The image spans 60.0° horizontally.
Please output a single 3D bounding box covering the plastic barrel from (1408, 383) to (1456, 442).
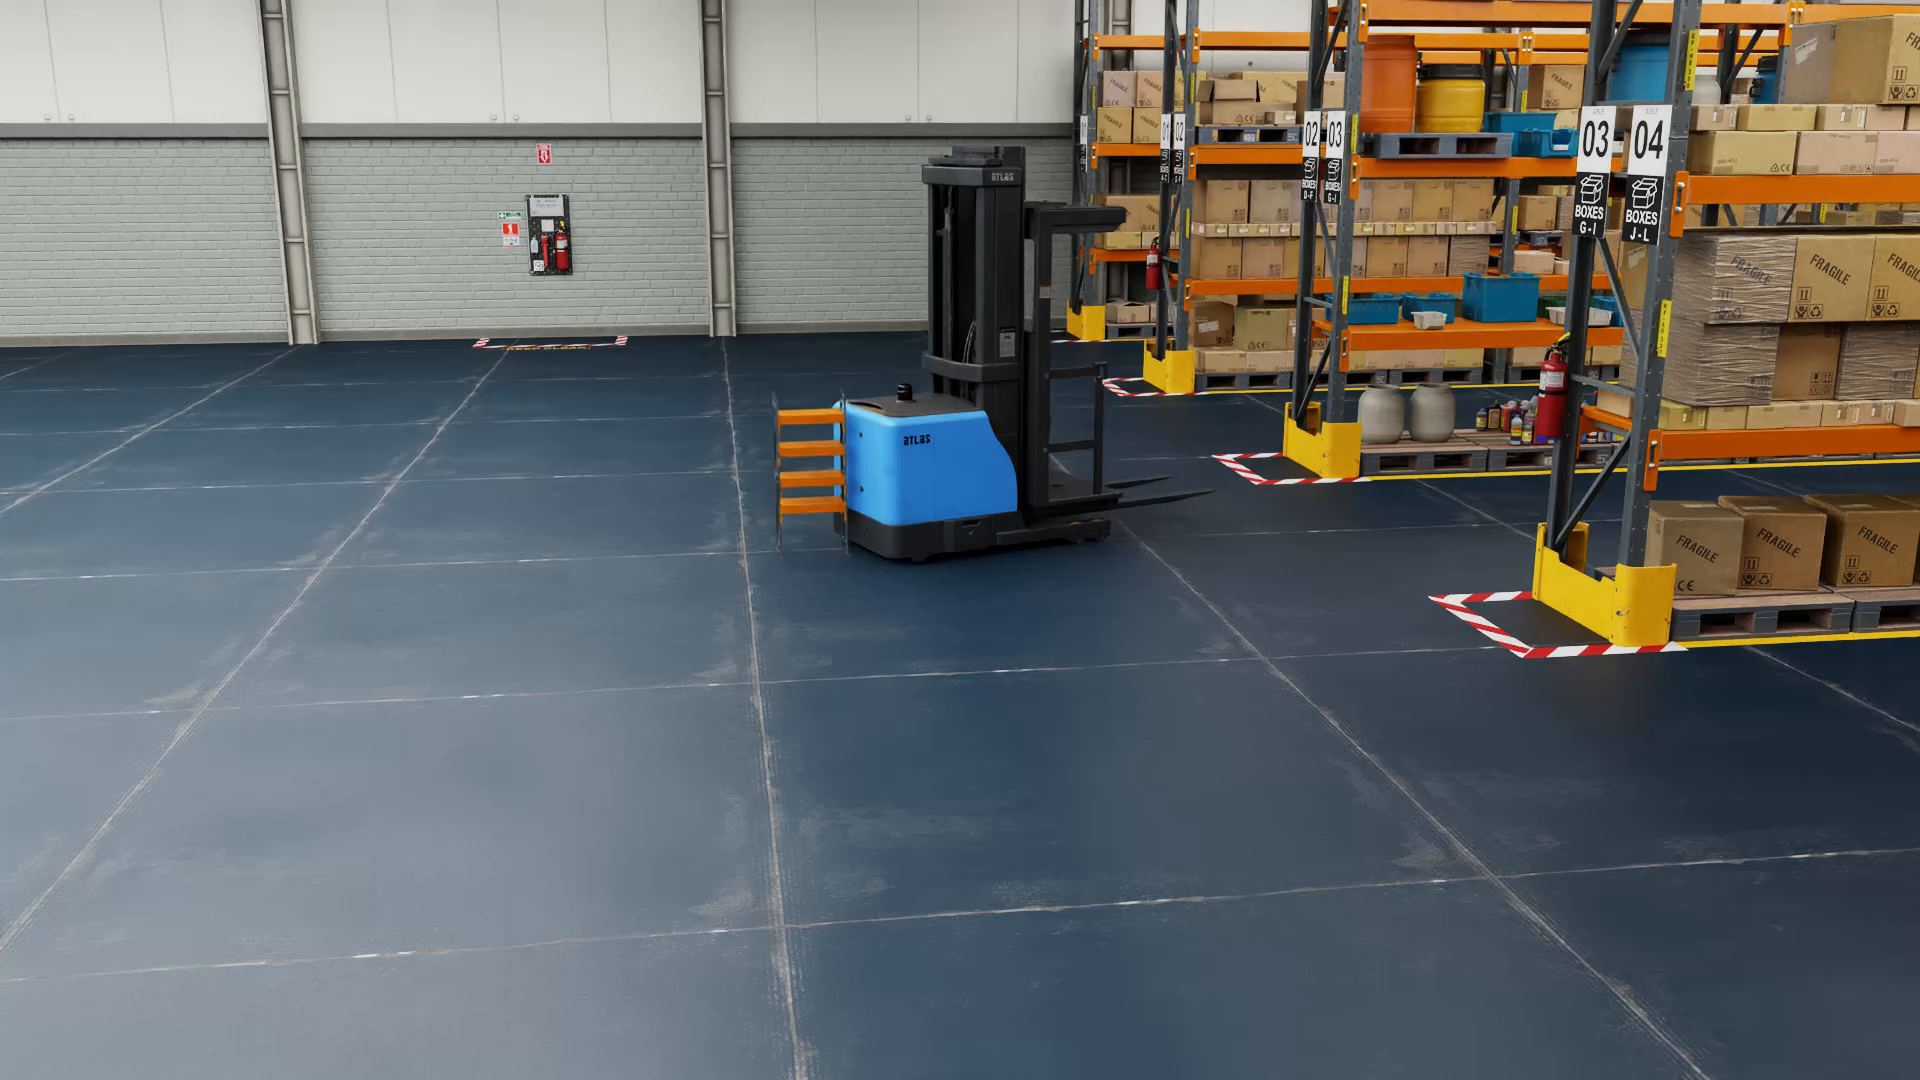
[{"bbox_3d":[4.419,-1.193,15.564,0.421,0.512,0.421,0,14,0],"label":"plastic barrel"}]

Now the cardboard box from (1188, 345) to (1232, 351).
[{"bbox_3d":[3.036,-2.288,20.467,0.500,0.250,0.500,-2,14,-8],"label":"cardboard box"}]

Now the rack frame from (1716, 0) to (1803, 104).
[{"bbox_3d":[7.239,-5.191,14.920,0.127,3.000,1.000,-2,14,-8],"label":"rack frame"}]

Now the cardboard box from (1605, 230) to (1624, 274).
[{"bbox_3d":[8.283,-3.582,20.633,0.500,0.500,0.500,-2,14,-8],"label":"cardboard box"}]

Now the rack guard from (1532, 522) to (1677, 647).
[{"bbox_3d":[4.096,0.265,10.636,0.348,0.500,1.175,-2,14,-8],"label":"rack guard"}]

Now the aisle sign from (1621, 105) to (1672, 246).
[{"bbox_3d":[4.005,-2.131,9.708,0.004,0.787,0.394,-2,14,-8],"label":"aisle sign"}]

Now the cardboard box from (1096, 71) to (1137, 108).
[{"bbox_3d":[2.225,-6.472,23.895,0.500,0.500,0.500,-3,14,-12],"label":"cardboard box"}]

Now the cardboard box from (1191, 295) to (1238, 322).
[{"bbox_3d":[3.802,-3.558,24.978,0.500,0.500,0.700,-3,14,-12],"label":"cardboard box"}]

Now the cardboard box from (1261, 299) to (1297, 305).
[{"bbox_3d":[4.022,-2.692,20.537,0.500,0.500,0.500,-2,14,-8],"label":"cardboard box"}]

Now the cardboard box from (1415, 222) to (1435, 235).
[{"bbox_3d":[5.505,-3.746,19.952,0.250,0.149,0.380,-2,14,-8],"label":"cardboard box"}]

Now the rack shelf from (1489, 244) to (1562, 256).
[{"bbox_3d":[7.741,-4.387,25.528,4.000,0.370,1.077,-2,14,-8],"label":"rack shelf"}]

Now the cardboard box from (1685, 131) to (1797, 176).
[{"bbox_3d":[4.536,-2.282,9.796,0.500,0.250,0.500,-2,14,-7],"label":"cardboard box"}]

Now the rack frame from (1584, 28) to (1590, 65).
[{"bbox_3d":[9.718,-7.719,25.000,0.127,3.000,1.000,-2,14,-8],"label":"rack frame"}]

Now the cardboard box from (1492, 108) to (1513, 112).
[{"bbox_3d":[8.423,-6.299,25.251,0.637,0.503,0.797,0,14,0],"label":"cardboard box"}]

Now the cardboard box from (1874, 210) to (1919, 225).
[{"bbox_3d":[11.999,-3.907,21.064,0.500,0.500,0.700,1,14,2],"label":"cardboard box"}]

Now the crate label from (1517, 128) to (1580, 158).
[{"bbox_3d":[5.184,-3.507,14.678,0.408,0.251,0.502,-2,14,-8],"label":"crate label"}]

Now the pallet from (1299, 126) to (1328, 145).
[{"bbox_3d":[4.461,-4.804,19.726,1.213,0.211,1.003,-2,14,-8],"label":"pallet"}]

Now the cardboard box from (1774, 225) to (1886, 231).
[{"bbox_3d":[5.517,-1.738,10.615,0.500,0.500,0.500,-2,14,-8],"label":"cardboard box"}]

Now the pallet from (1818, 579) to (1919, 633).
[{"bbox_3d":[6.109,0.341,10.928,1.213,0.211,1.003,-2,14,-8],"label":"pallet"}]

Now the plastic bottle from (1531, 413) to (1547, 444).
[{"bbox_3d":[5.349,-1.026,15.327,0.133,0.283,0.061,-2,14,-7],"label":"plastic bottle"}]

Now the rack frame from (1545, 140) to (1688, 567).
[{"bbox_3d":[4.021,-0.944,10.321,0.127,3.000,1.000,-2,14,-8],"label":"rack frame"}]

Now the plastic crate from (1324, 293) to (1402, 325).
[{"bbox_3d":[3.734,-2.154,15.449,0.616,0.251,0.499,-2,14,-8],"label":"plastic crate"}]

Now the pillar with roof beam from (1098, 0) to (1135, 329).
[{"bbox_3d":[3.012,-6.627,20.646,0.400,9.000,9.100,-2,14,-8],"label":"pillar with roof beam"}]

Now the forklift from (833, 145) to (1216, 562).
[{"bbox_3d":[0.575,-1.498,12.671,3.031,2.935,1.130,-8,16,-28],"label":"forklift"}]

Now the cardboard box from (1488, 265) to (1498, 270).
[{"bbox_3d":[7.933,-4.109,25.634,0.500,0.250,0.500,-2,14,-9],"label":"cardboard box"}]

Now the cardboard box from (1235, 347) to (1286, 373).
[{"bbox_3d":[3.607,-2.182,20.046,0.500,0.250,0.500,-2,14,-8],"label":"cardboard box"}]

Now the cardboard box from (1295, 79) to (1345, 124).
[{"bbox_3d":[4.232,-5.097,19.356,0.500,0.500,0.500,-2,14,-8],"label":"cardboard box"}]

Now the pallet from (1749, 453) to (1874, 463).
[{"bbox_3d":[8.010,-0.966,16.139,1.213,0.211,1.003,-2,14,-8],"label":"pallet"}]

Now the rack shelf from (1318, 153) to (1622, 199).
[{"bbox_3d":[5.261,-3.314,15.083,4.000,0.370,1.077,-2,14,-8],"label":"rack shelf"}]

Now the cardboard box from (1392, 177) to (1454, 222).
[{"bbox_3d":[5.567,-4.114,20.087,0.500,0.500,0.700,-2,14,-8],"label":"cardboard box"}]

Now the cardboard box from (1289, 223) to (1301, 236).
[{"bbox_3d":[3.990,-3.691,19.733,0.250,0.149,0.380,-3,14,-10],"label":"cardboard box"}]

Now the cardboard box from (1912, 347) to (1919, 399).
[{"bbox_3d":[6.043,-1.220,10.605,0.500,0.500,0.875,-2,14,-8],"label":"cardboard box"}]

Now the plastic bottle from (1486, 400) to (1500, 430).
[{"bbox_3d":[5.147,-1.212,16.069,0.133,0.283,0.061,-2,14,-7],"label":"plastic bottle"}]

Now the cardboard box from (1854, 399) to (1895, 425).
[{"bbox_3d":[5.574,-0.822,10.351,0.250,0.149,0.380,-2,14,-8],"label":"cardboard box"}]

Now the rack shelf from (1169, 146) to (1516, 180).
[{"bbox_3d":[4.527,-4.506,19.835,4.000,0.370,1.077,-2,14,-8],"label":"rack shelf"}]

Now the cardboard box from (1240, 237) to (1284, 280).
[{"bbox_3d":[3.531,-3.410,19.946,0.500,0.500,0.700,-2,14,-7],"label":"cardboard box"}]

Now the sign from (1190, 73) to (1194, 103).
[{"bbox_3d":[2.626,-5.111,18.809,0.005,0.325,0.100,-2,14,-8],"label":"sign"}]

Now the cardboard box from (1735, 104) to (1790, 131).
[{"bbox_3d":[4.599,-2.460,9.688,0.250,0.149,0.380,-2,14,-7],"label":"cardboard box"}]

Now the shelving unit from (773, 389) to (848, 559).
[{"bbox_3d":[-1.094,-0.484,12.186,0.503,1.200,0.258,-3,14,-11],"label":"shelving unit"}]

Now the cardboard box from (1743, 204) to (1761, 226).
[{"bbox_3d":[12.254,-5.042,25.801,0.500,0.500,0.500,-2,14,-8],"label":"cardboard box"}]

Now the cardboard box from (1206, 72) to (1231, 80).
[{"bbox_3d":[3.722,-6.647,24.590,0.500,0.500,0.500,-2,14,-8],"label":"cardboard box"}]

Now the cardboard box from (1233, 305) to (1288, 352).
[{"bbox_3d":[3.607,-2.546,19.953,0.500,0.500,0.500,-2,14,-8],"label":"cardboard box"}]

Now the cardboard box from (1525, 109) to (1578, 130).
[{"bbox_3d":[7.115,-5.078,20.083,0.500,0.250,0.500,-1,14,-2],"label":"cardboard box"}]

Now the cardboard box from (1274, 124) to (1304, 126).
[{"bbox_3d":[4.798,-6.084,24.401,0.500,0.500,0.500,-3,14,-13],"label":"cardboard box"}]

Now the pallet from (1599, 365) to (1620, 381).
[{"bbox_3d":[8.436,-2.201,21.064,1.213,0.211,1.003,-2,14,-8],"label":"pallet"}]

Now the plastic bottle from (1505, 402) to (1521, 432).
[{"bbox_3d":[5.304,-1.181,15.942,0.133,0.283,0.061,-2,14,-8],"label":"plastic bottle"}]

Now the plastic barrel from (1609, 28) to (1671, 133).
[{"bbox_3d":[6.239,-4.172,15.131,0.708,0.901,0.600,-2,14,-8],"label":"plastic barrel"}]

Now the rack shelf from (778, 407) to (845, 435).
[{"bbox_3d":[-1.094,-0.865,12.090,0.480,0.148,0.258,-3,14,-11],"label":"rack shelf"}]

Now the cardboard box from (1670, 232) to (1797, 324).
[{"bbox_3d":[4.606,-1.576,9.969,0.500,0.500,0.500,-2,14,-8],"label":"cardboard box"}]

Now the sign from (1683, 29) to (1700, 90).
[{"bbox_3d":[4.102,-2.693,9.329,0.005,0.325,0.100,-2,14,-8],"label":"sign"}]
